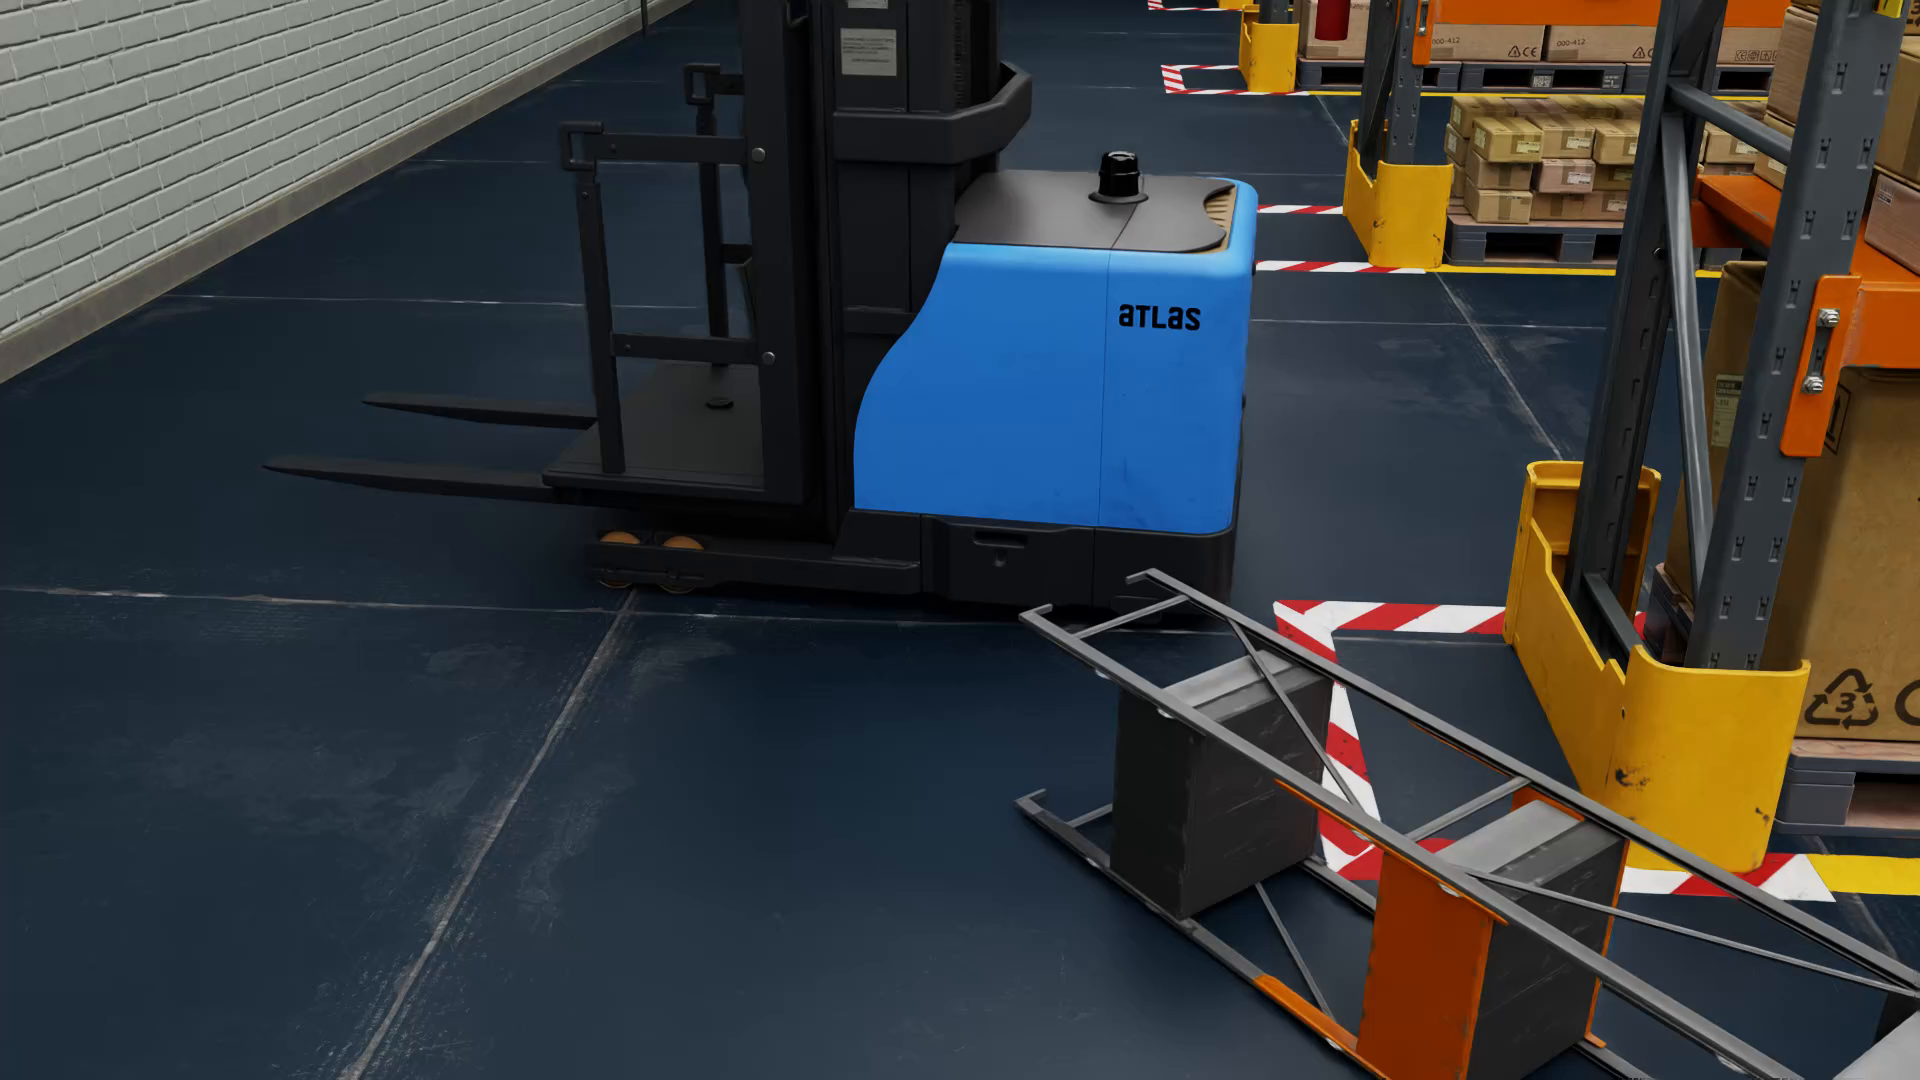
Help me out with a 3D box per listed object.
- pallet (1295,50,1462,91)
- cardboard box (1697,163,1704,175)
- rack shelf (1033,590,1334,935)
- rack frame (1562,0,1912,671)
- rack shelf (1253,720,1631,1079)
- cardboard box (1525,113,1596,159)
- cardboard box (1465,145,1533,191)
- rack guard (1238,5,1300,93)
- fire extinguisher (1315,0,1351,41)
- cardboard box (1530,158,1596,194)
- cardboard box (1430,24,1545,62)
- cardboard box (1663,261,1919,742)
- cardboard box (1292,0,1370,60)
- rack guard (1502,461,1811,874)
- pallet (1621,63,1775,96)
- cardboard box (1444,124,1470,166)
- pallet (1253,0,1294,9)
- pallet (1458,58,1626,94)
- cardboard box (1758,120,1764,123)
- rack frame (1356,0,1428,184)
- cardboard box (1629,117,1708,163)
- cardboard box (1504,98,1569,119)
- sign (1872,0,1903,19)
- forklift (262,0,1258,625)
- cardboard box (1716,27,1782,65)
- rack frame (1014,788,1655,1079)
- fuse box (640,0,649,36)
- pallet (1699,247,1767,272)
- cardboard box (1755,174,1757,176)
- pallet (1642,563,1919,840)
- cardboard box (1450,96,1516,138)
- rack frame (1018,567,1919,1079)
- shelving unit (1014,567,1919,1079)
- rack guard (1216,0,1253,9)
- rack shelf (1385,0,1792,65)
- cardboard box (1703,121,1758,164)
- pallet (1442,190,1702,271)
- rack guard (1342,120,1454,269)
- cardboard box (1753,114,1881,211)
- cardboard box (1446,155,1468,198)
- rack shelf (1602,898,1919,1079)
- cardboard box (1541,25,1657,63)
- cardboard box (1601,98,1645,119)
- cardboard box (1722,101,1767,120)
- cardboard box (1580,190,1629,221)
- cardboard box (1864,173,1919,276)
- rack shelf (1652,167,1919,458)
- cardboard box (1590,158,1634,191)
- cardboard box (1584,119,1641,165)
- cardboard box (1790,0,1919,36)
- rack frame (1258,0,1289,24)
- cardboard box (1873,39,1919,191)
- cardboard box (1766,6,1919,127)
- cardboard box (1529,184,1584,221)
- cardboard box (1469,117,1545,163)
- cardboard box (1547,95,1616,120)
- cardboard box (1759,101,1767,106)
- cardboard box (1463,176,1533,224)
[{"bbox_3d":[3.242,-3.746,13.139,1.213,0.211,1.003,2,25,4],"label":"pallet"},{"bbox_3d":[3.431,-1.790,8.104,0.250,0.149,0.380,3,25,6],"label":"cardboard box"},{"bbox_3d":[0.486,0.457,3.617,0.431,0.480,0.518,-17,30,-32],"label":"rack shelf"},{"bbox_3d":[1.680,-0.875,3.564,0.127,3.000,1.000,2,25,4],"label":"rack frame"},{"bbox_3d":[0.899,0.699,3.106,0.431,0.480,0.518,-17,30,-32],"label":"rack shelf"},{"bbox_3d":[2.941,-1.988,8.179,0.250,0.149,0.380,2,25,5],"label":"cardboard box"},{"bbox_3d":[2.663,-1.847,8.227,0.250,0.149,0.380,3,25,6],"label":"cardboard box"},{"bbox_3d":[2.415,-3.871,13.065,0.348,0.500,1.175,2,25,4],"label":"rack guard"},{"bbox_3d":[1.945,-2.935,8.579,0.183,0.674,0.296,2,25,4],"label":"fire extinguisher"},{"bbox_3d":[2.932,-1.814,8.157,0.250,0.149,0.380,2,25,4],"label":"cardboard box"},{"bbox_3d":[4.018,-4.027,12.977,0.875,0.438,0.875,2,25,5],"label":"cardboard box"},{"bbox_3d":[2.325,-0.114,3.949,0.875,0.875,0.875,2,25,4],"label":"cardboard box"},{"bbox_3d":[3.105,-4.053,13.033,0.875,0.438,0.875,1,25,2],"label":"cardboard box"},{"bbox_3d":[1.656,0.259,4.088,0.348,0.500,1.175,2,25,4],"label":"rack guard"},{"bbox_3d":[5.675,-3.668,12.969,1.213,0.211,1.003,2,25,4],"label":"pallet"},{"bbox_3d":[2.709,-2.072,8.718,0.250,0.149,0.380,1,25,3],"label":"cardboard box"},{"bbox_3d":[3.686,-5.780,17.560,1.213,0.211,1.003,2,25,4],"label":"pallet"},{"bbox_3d":[4.455,-3.706,13.051,1.213,0.211,1.003,2,25,4],"label":"pallet"},{"bbox_3d":[3.971,-1.913,8.016,0.250,0.149,0.380,2,25,5],"label":"cardboard box"},{"bbox_3d":[2.161,-2.939,8.050,0.127,3.000,1.000,2,25,4],"label":"rack frame"},{"bbox_3d":[3.436,-1.953,8.103,0.250,0.149,0.380,1,25,1],"label":"cardboard box"},{"bbox_3d":[2.954,-2.162,8.557,0.250,0.149,0.380,2,25,5],"label":"cardboard box"},{"bbox_3d":[1.632,-1.074,2.864,0.005,0.325,0.100,2,25,4],"label":"sign"},{"bbox_3d":[-0.648,-1.383,4.749,3.031,2.935,1.130,5,25,10],"label":"forklift"},{"bbox_3d":[5.809,-3.969,12.851,0.875,0.438,0.875,1,25,3],"label":"cardboard box"},{"bbox_3d":[0.906,0.924,3.200,0.400,0.015,2.100,-17,30,-32],"label":"rack frame"},{"bbox_3d":[-2.879,-5.462,15.073,0.414,1.711,0.539,2,25,4],"label":"fuse box"},{"bbox_3d":[4.257,-1.589,8.452,1.213,0.211,1.003,2,25,4],"label":"pallet"},{"bbox_3d":[3.976,-1.830,8.190,0.250,0.149,0.380,3,25,7],"label":"cardboard box"},{"bbox_3d":[2.483,0.384,4.162,1.213,0.211,1.003,2,25,4],"label":"pallet"},{"bbox_3d":[2.708,-2.194,8.626,0.250,0.149,0.380,2,25,5],"label":"cardboard box"},{"bbox_3d":[0.909,0.482,2.993,0.400,0.015,2.100,-17,30,-32],"label":"rack frame"},{"bbox_3d":[0.908,0.703,3.096,0.431,0.503,2.100,-17,30,-32],"label":"shelving unit"},{"bbox_3d":[2.891,-5.937,17.554,0.348,0.500,1.175,2,25,4],"label":"rack guard"},{"bbox_3d":[4.155,-2.549,8.061,4.000,0.370,1.077,2,25,4],"label":"rack shelf"},{"bbox_3d":[3.712,-1.941,8.076,0.250,0.149,0.380,3,25,6],"label":"cardboard box"},{"bbox_3d":[3.044,-1.630,8.539,1.213,0.211,1.003,2,25,4],"label":"pallet"},{"bbox_3d":[2.236,-1.801,8.567,0.348,0.500,1.175,2,25,4],"label":"rack guard"},{"bbox_3d":[2.061,-0.887,3.890,0.250,0.149,0.380,2,25,5],"label":"cardboard box"},{"bbox_3d":[2.702,-1.905,8.710,0.250,0.149,0.380,2,25,5],"label":"cardboard box"},{"bbox_3d":[1.313,0.941,2.595,0.431,0.480,0.518,-17,30,-32],"label":"rack shelf"},{"bbox_3d":[4.917,-3.998,12.913,0.875,0.438,0.875,1,25,2],"label":"cardboard box"},{"bbox_3d":[3.475,-2.172,8.578,0.250,0.149,0.380,1,25,2],"label":"cardboard box"},{"bbox_3d":[4.002,-2.132,8.491,0.250,0.149,0.380,1,25,2],"label":"cardboard box"},{"bbox_3d":[3.174,-1.706,8.276,0.250,0.149,0.380,2,25,5],"label":"cardboard box"},{"bbox_3d":[2.009,-0.612,3.293,0.250,0.149,0.380,2,25,5],"label":"cardboard box"},{"bbox_3d":[3.674,-0.485,3.575,4.000,0.370,1.077,2,25,4],"label":"rack shelf"},{"bbox_3d":[3.183,-1.843,8.220,0.250,0.149,0.380,2,25,5],"label":"cardboard box"},{"bbox_3d":[3.183,-1.927,8.046,0.250,0.149,0.380,2,25,4],"label":"cardboard box"},{"bbox_3d":[2.186,-1.377,3.581,0.500,0.500,0.500,2,25,5],"label":"cardboard box"},{"bbox_3d":[2.439,-5.006,12.540,0.127,3.000,1.000,2,25,4],"label":"rack frame"},{"bbox_3d":[2.138,-0.815,3.255,0.500,0.250,0.500,1,25,3],"label":"cardboard box"},{"bbox_3d":[2.184,-1.038,3.740,0.500,0.250,0.500,1,25,3],"label":"cardboard box"},{"bbox_3d":[2.926,-1.711,8.288,0.250,0.149,0.380,2,25,4],"label":"cardboard box"},{"bbox_3d":[2.657,-1.947,8.089,0.250,0.149,0.380,1,25,2],"label":"cardboard box"},{"bbox_3d":[3.222,-2.207,8.654,0.250,0.149,0.380,1,25,3],"label":"cardboard box"},{"bbox_3d":[4.265,-2.135,8.499,0.250,0.149,0.380,2,25,4],"label":"cardboard box"},{"bbox_3d":[2.659,-1.685,8.232,0.250,0.149,0.380,2,25,5],"label":"cardboard box"}]
